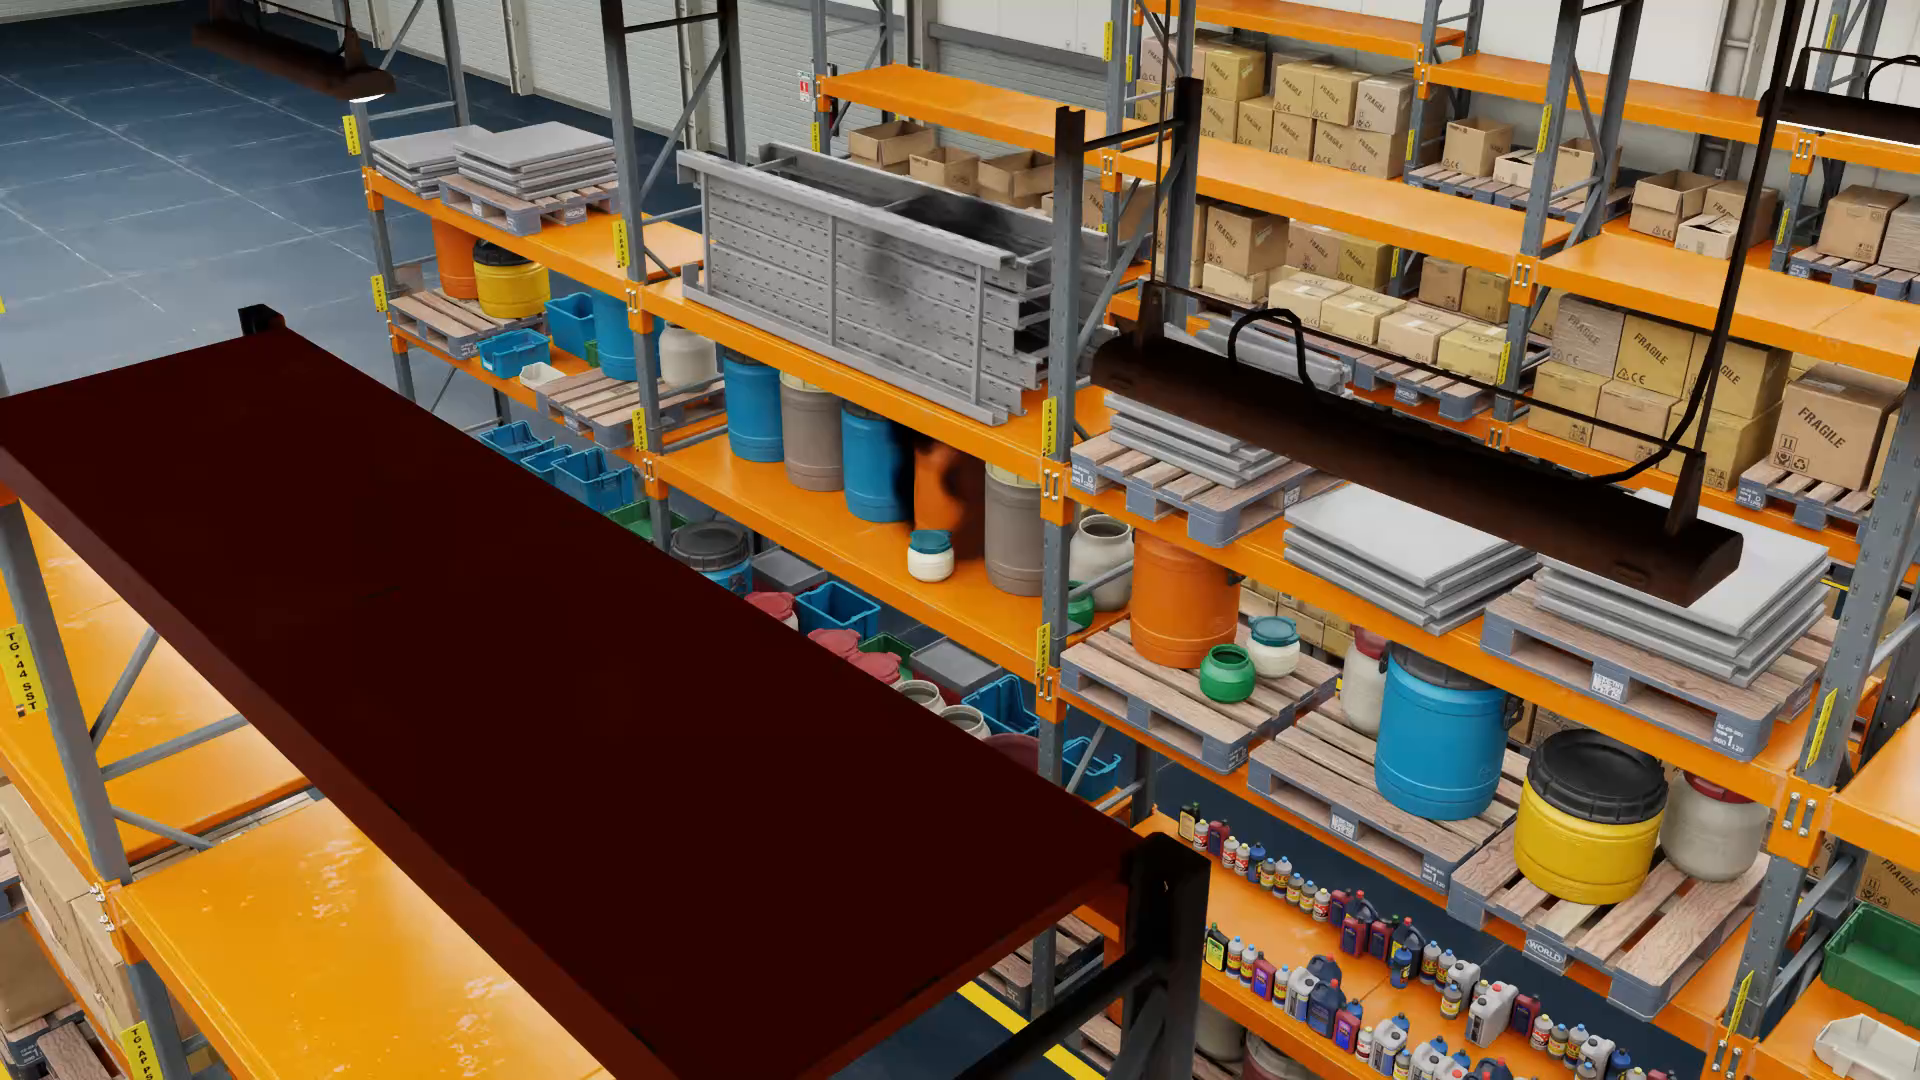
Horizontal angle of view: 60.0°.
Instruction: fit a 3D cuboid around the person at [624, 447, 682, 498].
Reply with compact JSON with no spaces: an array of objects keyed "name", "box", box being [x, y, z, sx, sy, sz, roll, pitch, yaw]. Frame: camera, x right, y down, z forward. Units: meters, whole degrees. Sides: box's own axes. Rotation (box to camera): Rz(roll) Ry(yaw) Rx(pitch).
[{"name":"person","box":[-3.048,-0.674,16.376,0.632,1.681,0.560,18,33,30]}]
